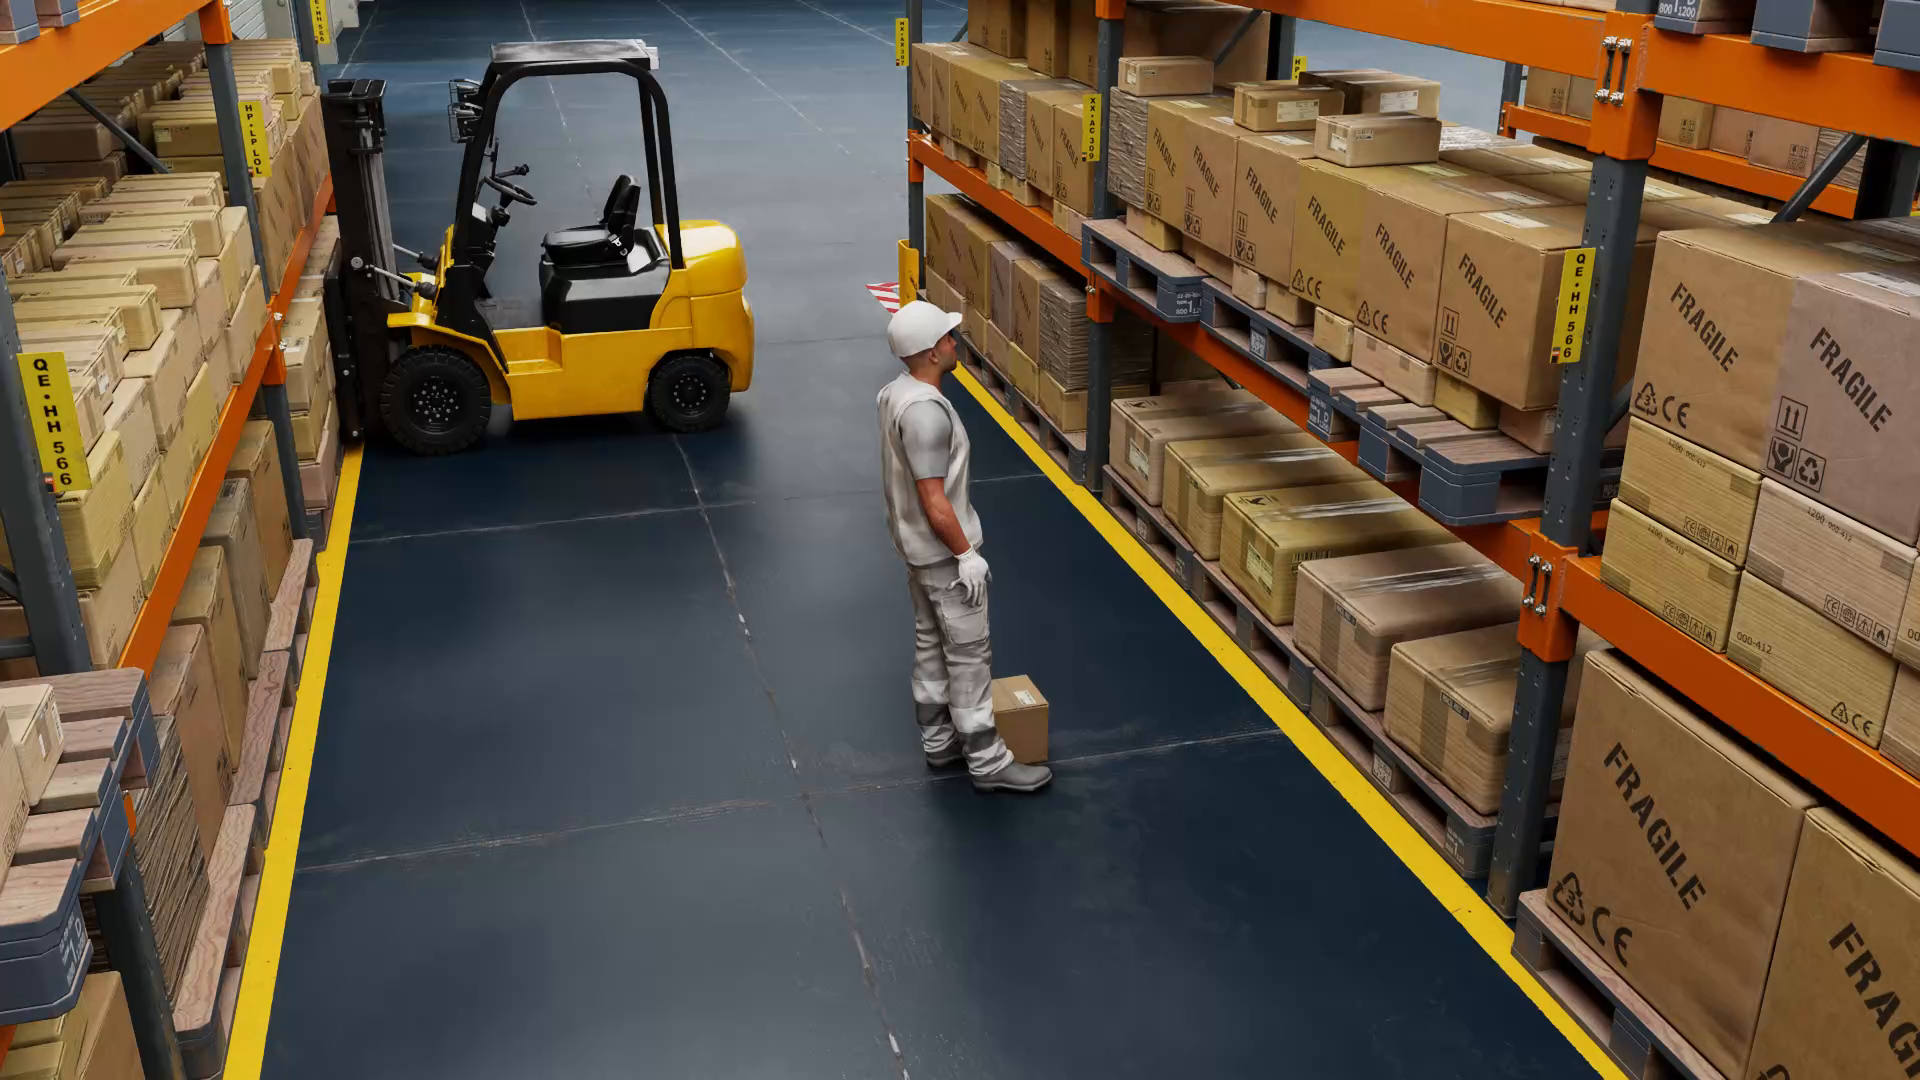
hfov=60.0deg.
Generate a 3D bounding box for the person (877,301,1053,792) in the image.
[{"bbox_3d":[0.003,0.015,6.003,0.564,1.787,0.637,-6,23,-14],"label":"person"}]
